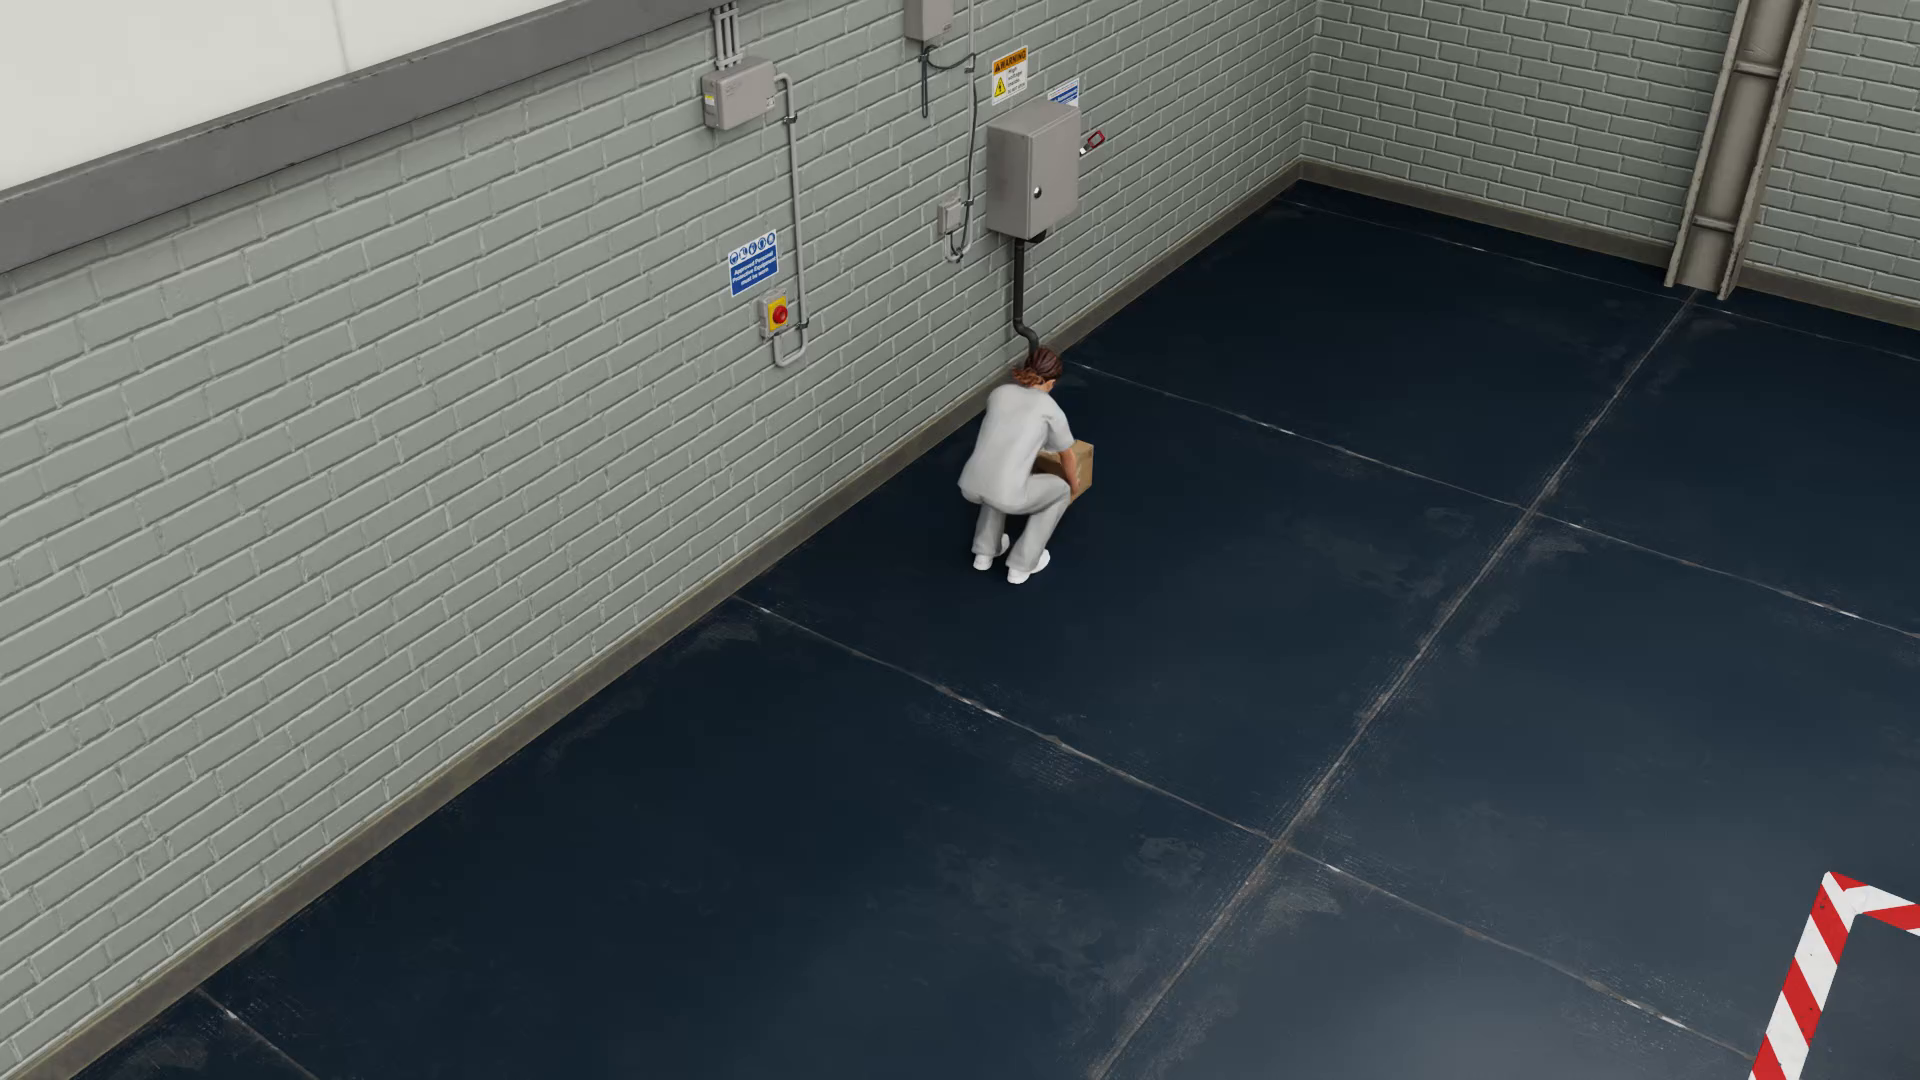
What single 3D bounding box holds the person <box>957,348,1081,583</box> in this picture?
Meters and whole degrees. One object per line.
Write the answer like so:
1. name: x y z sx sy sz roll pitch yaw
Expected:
1. person: 0.276 -0.361 8.220 0.491 1.048 0.761 22 40 28
